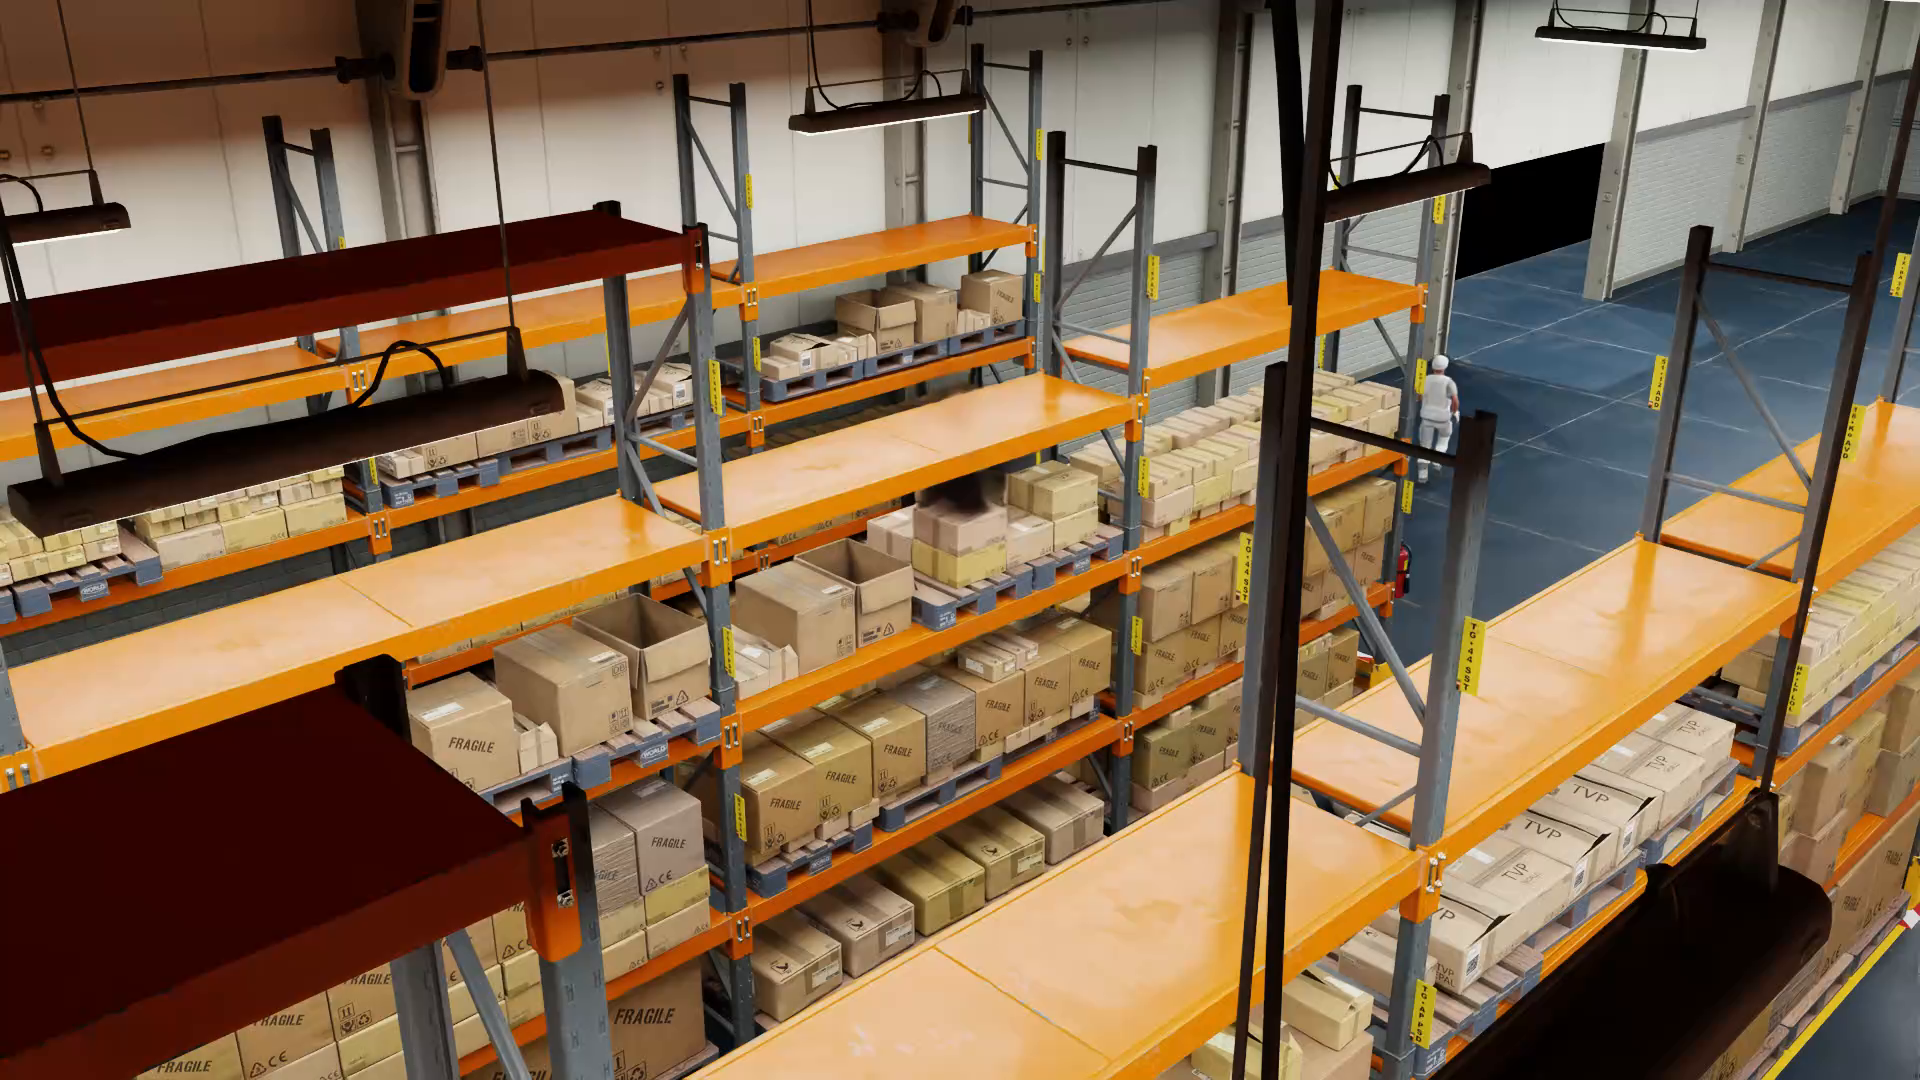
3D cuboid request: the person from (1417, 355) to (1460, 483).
[{"bbox_3d":[6.454,-1.660,22.525,0.649,1.769,0.691,11,25,25],"label":"person"}]
